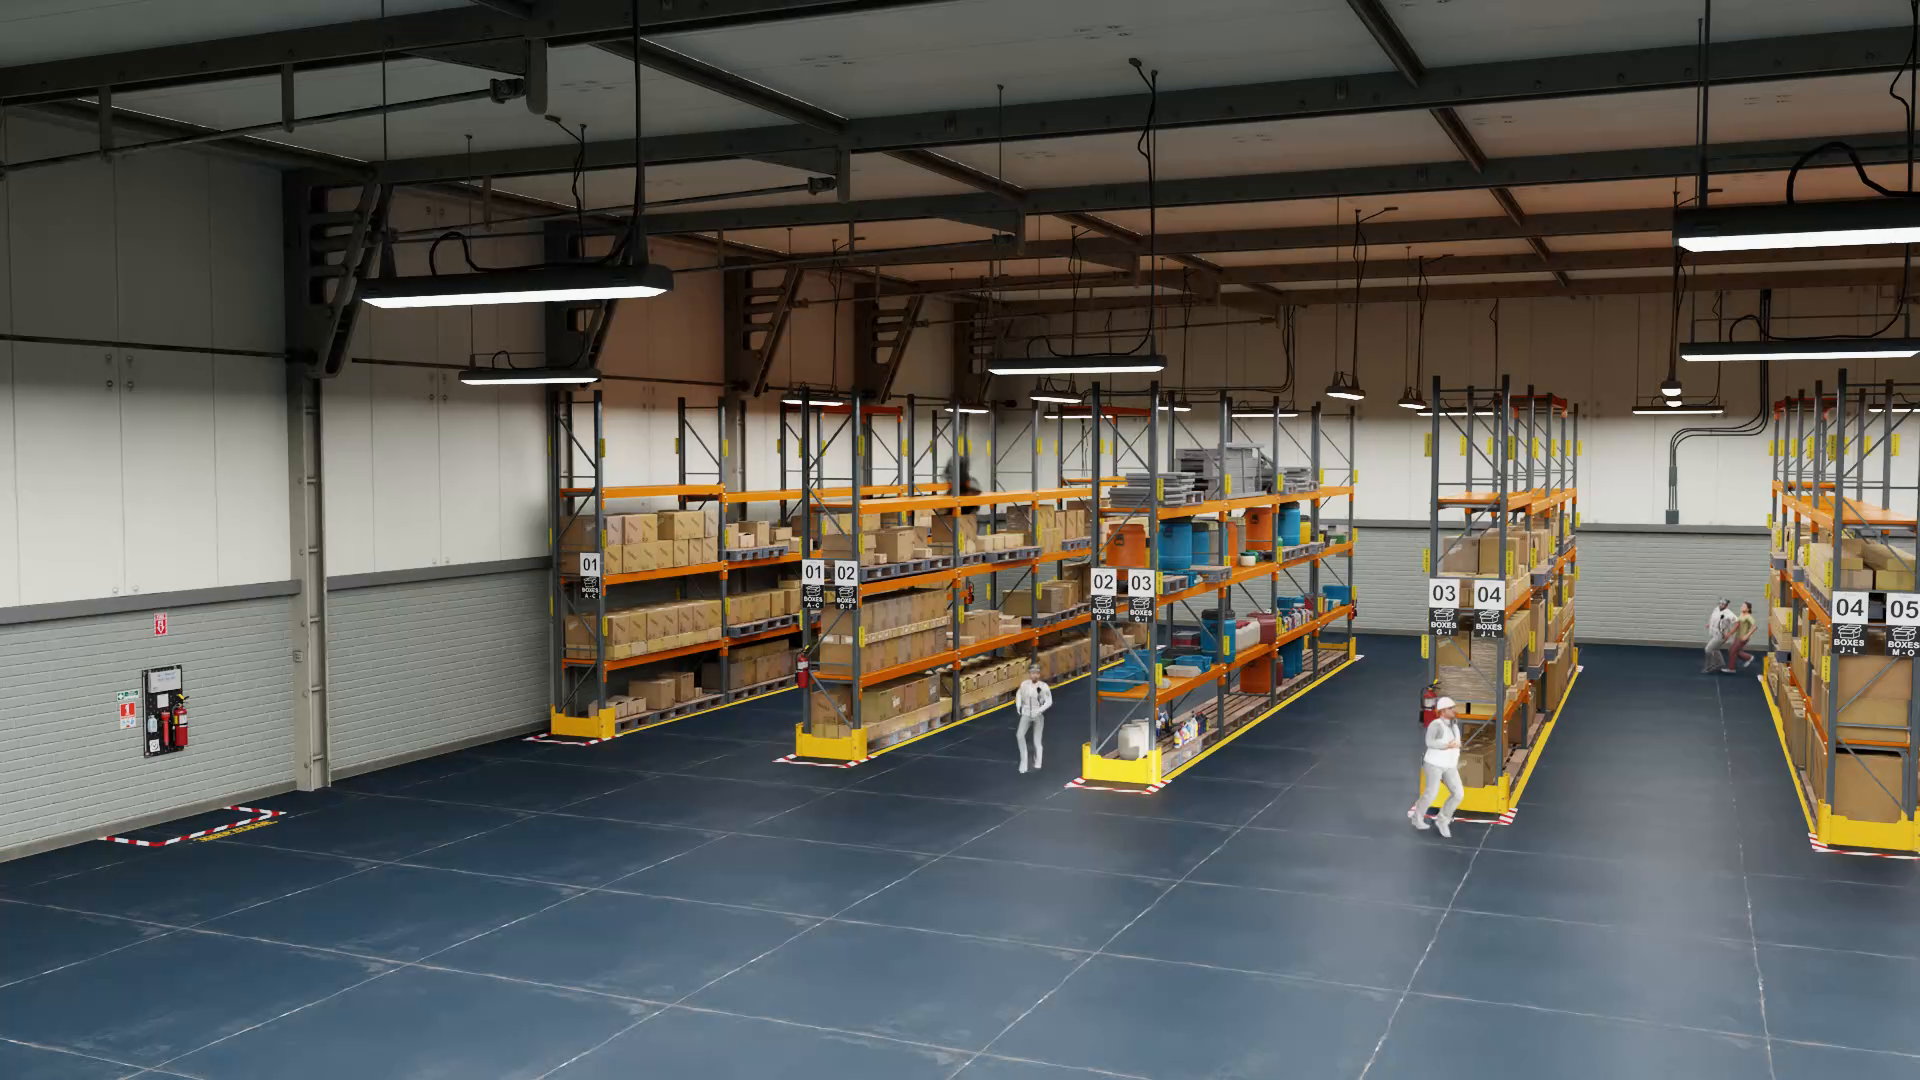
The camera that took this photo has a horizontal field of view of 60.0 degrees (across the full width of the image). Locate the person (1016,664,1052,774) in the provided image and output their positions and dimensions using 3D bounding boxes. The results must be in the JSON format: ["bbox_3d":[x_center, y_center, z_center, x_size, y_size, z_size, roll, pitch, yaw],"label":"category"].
[{"bbox_3d":[1.126,2.751,25.705,0.625,1.700,0.652,1,3,17],"label":"person"}]

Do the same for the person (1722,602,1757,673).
[{"bbox_3d":[17.361,2.161,36.842,0.698,1.602,0.624,0,3,-4],"label":"person"}]

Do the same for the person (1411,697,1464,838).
[{"bbox_3d":[6.268,2.946,21.551,0.657,1.820,0.729,-2,4,-31],"label":"person"}]

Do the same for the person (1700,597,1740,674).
[{"bbox_3d":[16.835,2.138,36.851,0.678,1.778,0.822,-1,3,-10],"label":"person"}]
